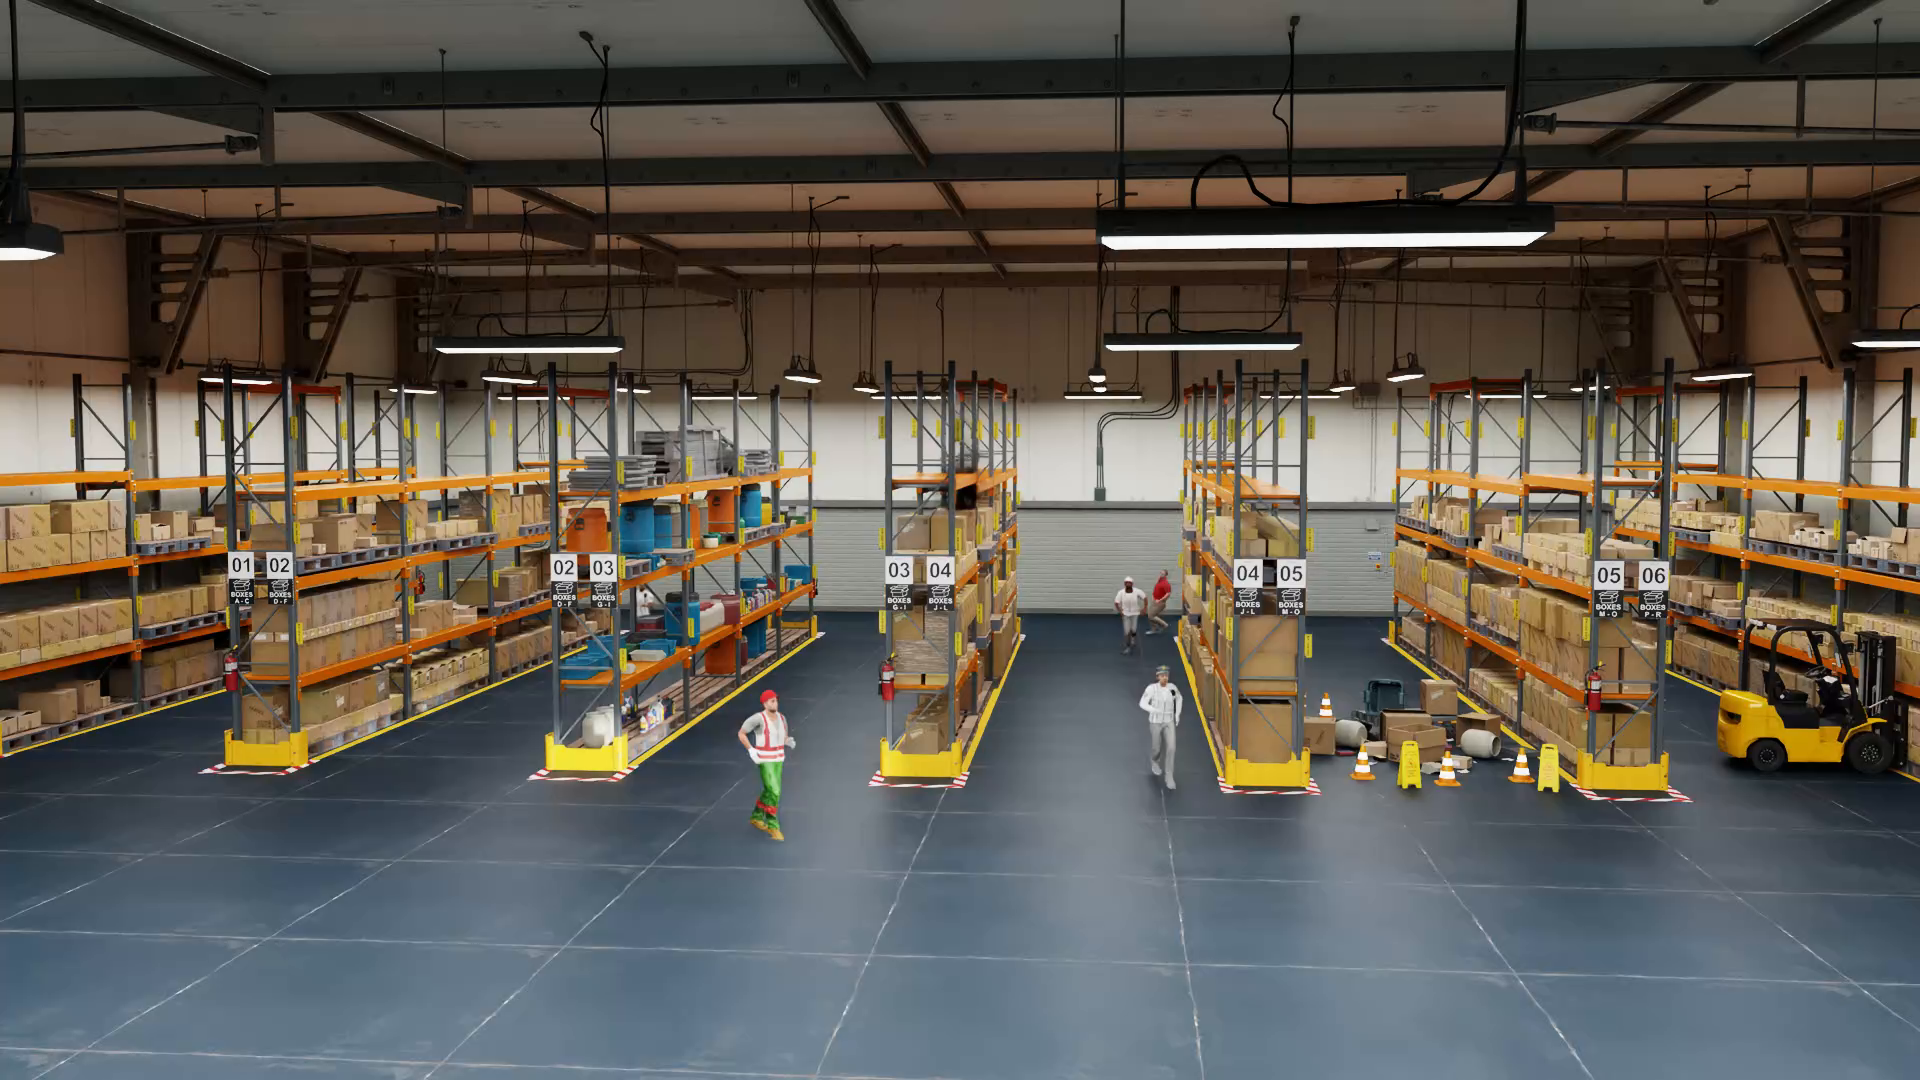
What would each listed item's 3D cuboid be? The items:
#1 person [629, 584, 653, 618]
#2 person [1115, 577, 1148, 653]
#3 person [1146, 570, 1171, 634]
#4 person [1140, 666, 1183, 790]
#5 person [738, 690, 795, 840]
[{"bbox_3d":[-7.148,1.712,37.283,0.542,1.731,0.713,-1,4,-9],"label":"person"},{"bbox_3d":[3.838,1.690,37.397,0.733,1.723,0.643,1,4,11],"label":"person"},{"bbox_3d":[4.850,1.525,40.699,0.540,1.629,0.751,0,4,-1],"label":"person"},{"bbox_3d":[2.867,2.610,23.607,0.651,1.704,0.896,0,4,-5],"label":"person"},{"bbox_3d":[-2.355,2.770,20.543,0.717,1.852,0.637,3,5,37],"label":"person"}]
